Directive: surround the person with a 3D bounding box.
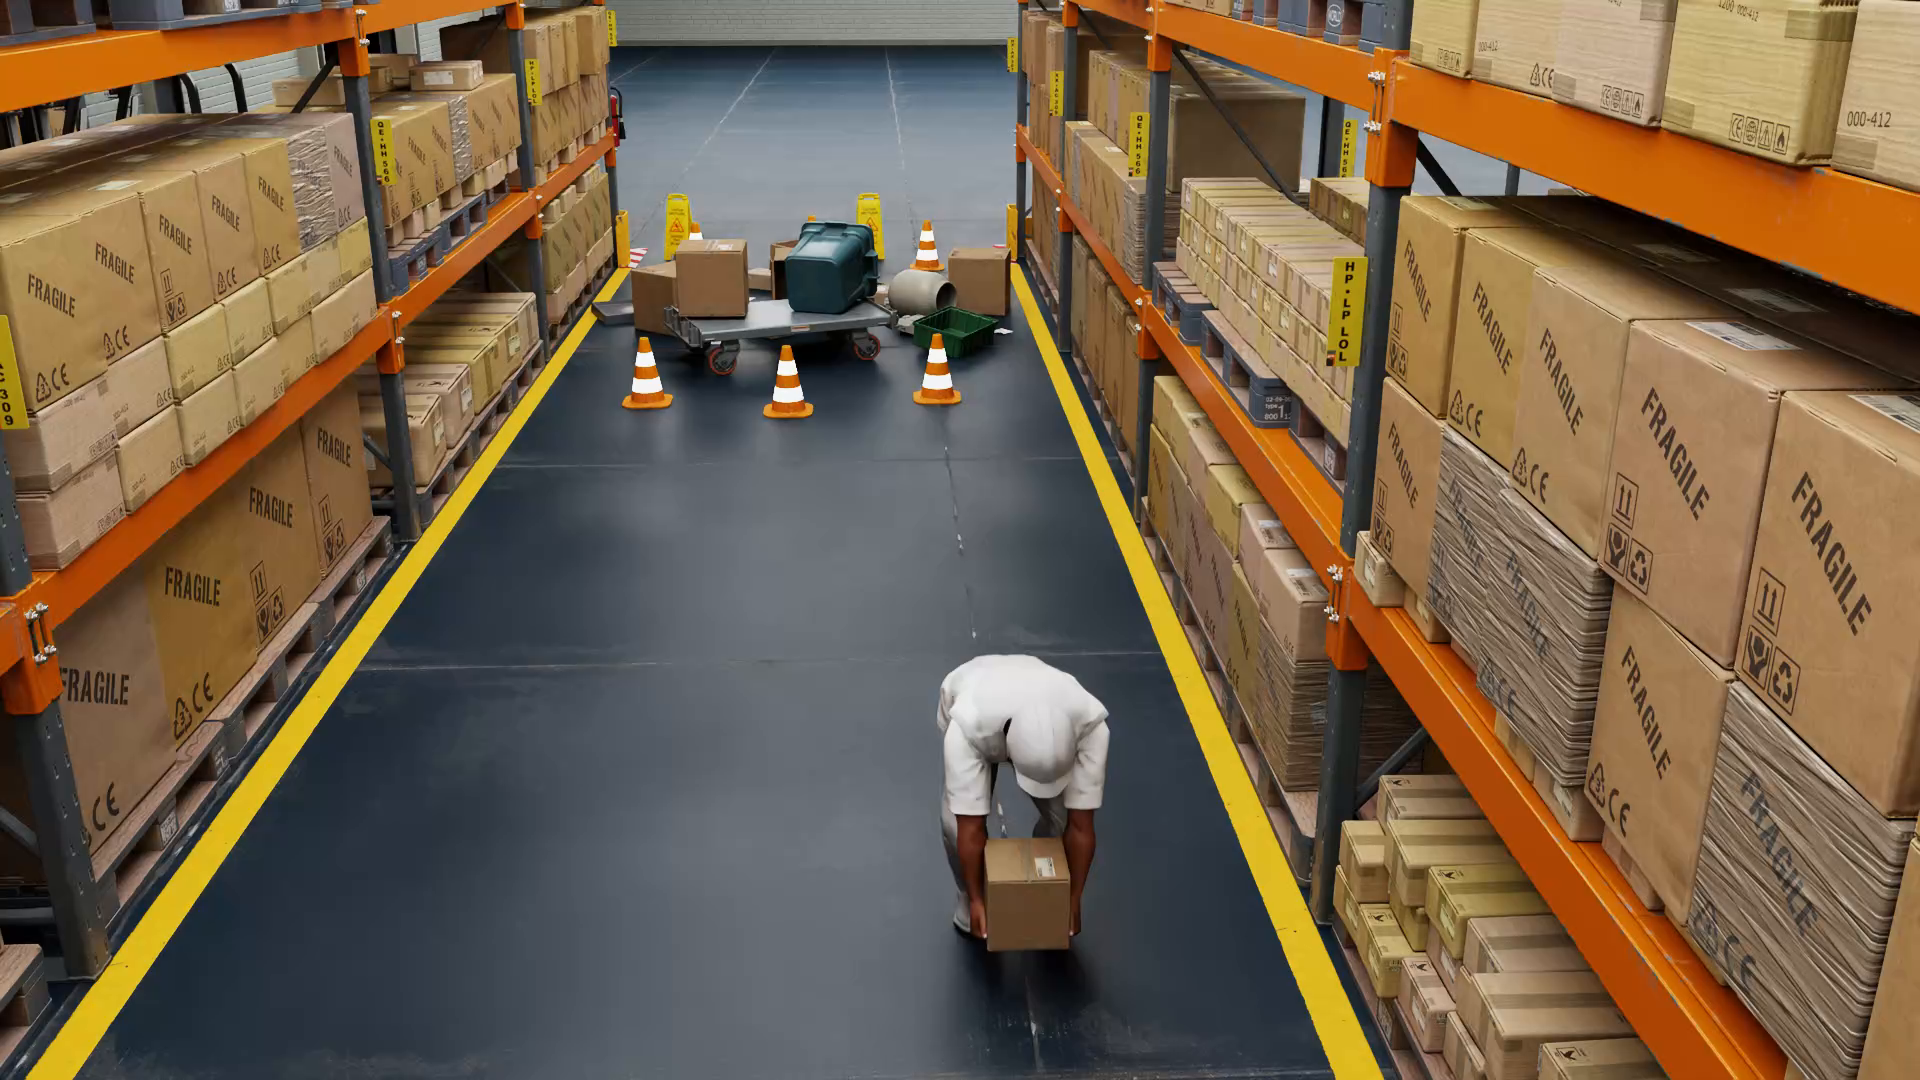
[{"bbox_3d":[0.197,0.830,5.377,0.527,1.017,0.948,-2,20,-5],"label":"person"}]
